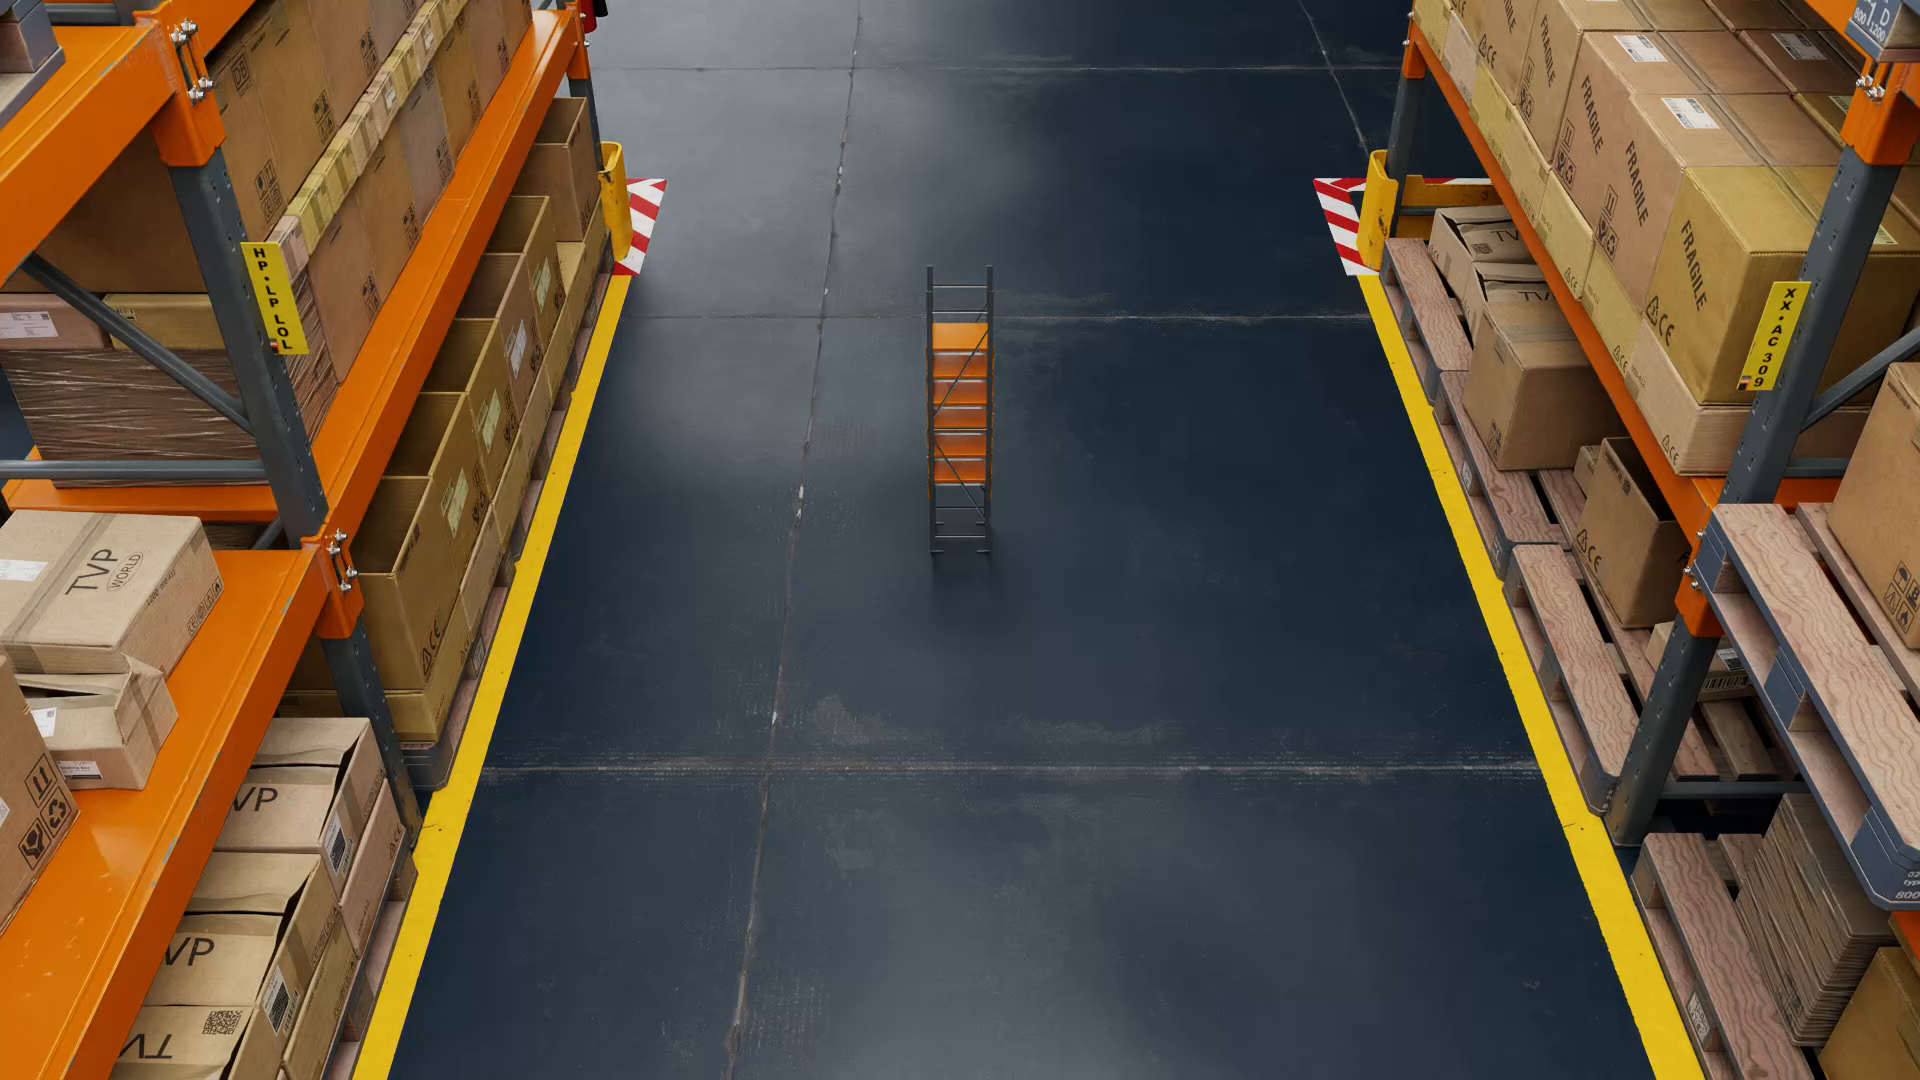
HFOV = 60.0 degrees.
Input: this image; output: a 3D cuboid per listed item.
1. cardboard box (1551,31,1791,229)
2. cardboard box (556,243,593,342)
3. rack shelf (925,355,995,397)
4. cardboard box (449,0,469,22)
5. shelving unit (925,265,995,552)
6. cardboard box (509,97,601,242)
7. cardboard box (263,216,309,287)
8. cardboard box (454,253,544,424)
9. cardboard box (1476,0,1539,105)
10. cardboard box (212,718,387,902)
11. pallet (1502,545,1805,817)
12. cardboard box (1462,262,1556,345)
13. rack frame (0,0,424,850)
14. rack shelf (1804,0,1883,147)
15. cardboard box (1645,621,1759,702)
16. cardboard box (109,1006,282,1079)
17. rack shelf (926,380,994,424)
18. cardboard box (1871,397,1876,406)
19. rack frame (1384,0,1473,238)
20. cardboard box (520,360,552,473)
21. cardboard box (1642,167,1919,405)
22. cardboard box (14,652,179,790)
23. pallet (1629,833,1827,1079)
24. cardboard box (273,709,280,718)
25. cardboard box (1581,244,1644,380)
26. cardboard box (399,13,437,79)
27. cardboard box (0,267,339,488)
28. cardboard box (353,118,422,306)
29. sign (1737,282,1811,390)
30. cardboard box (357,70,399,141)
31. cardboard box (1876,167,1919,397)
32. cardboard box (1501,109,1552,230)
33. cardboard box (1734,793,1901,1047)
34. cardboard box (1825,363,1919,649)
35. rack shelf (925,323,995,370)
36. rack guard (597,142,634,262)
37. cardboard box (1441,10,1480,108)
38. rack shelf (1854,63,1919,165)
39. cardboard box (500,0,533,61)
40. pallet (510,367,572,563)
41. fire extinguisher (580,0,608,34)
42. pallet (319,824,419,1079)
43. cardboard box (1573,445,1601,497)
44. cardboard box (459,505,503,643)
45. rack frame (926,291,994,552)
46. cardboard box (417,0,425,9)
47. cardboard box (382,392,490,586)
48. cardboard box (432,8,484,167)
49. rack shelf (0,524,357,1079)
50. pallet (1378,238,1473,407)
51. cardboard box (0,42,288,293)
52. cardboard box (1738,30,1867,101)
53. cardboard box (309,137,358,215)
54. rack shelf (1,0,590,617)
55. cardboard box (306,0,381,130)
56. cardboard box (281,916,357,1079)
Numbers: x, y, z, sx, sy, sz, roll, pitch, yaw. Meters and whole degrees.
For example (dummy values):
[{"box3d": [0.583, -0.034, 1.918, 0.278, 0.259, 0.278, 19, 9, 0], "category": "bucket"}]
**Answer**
[{"box3d": [2.350, -1.358, 5.550, 0.500, 0.500, 0.500, -1, 39, -1], "category": "cardboard box"}, {"box3d": [-1.993, -1.132, 7.627, 0.500, 0.250, 0.500, 0, 39, 0], "category": "cardboard box"}, {"box3d": [0.000, -0.630, 6.264, 0.258, 0.103, 0.180, 0, 39, 0], "category": "rack shelf"}, {"box3d": [-2.110, -2.097, 6.370, 0.380, 0.149, 0.250, 1, 39, 1], "category": "cardboard box"}, {"box3d": [0.000, -0.477, 6.386, 0.258, 1.200, 0.189, 0, 39, 0], "category": "shelving unit"}, {"box3d": [-2.004, -1.737, 7.783, 0.500, 0.500, 0.500, 0, 39, 0], "category": "cardboard box"}, {"box3d": [-2.105, -0.805, 4.757, 0.380, 0.149, 0.250, 0, 39, 1], "category": "cardboard box"}, {"box3d": [-1.989, -0.799, 6.612, 0.500, 0.500, 0.500, 0, 39, 0], "category": "cardboard box"}, {"box3d": [2.336, -2.006, 6.359, 0.500, 0.500, 0.500, -1, 39, -2], "category": "cardboard box"}, {"box3d": [-2.010, 0.756, 4.823, 0.500, 0.311, 0.500, 0, 39, 0], "category": "cardboard box"}, {"box3d": [2.620, 0.475, 5.989, 1.003, 0.211, 1.213, 0, 39, 0], "category": "pallet"}, {"box3d": [2.563, -1.028, 7.433, 0.500, 0.311, 0.500, 3, 39, 4], "category": "cardboard box"}, {"box3d": [-2.298, -0.188, 4.586, 1.000, 3.000, 0.127, 0, 39, 0], "category": "rack frame"}, {"box3d": [2.654, -2.334, 5.441, 1.077, 0.370, 4.000, 0, 39, 0], "category": "rack shelf"}, {"box3d": [2.626, 0.406, 5.759, 0.380, 0.166, 0.250, -5, 39, -6], "category": "cardboard box"}, {"box3d": [-2.005, 1.393, 4.028, 0.500, 0.311, 0.500, 0, 39, 0], "category": "cardboard box"}, {"box3d": [0.000, -0.536, 6.339, 0.258, 0.103, 0.180, 0, 39, 0], "category": "rack shelf"}, {"box3d": [2.870, -0.437, 5.001, 0.500, 0.250, 0.500, 0, 39, 0], "category": "cardboard box"}, {"box3d": [2.652, -2.695, 7.714, 1.000, 3.000, 0.127, 0, 39, 0], "category": "rack frame"}, {"box3d": [-1.992, -0.507, 6.847, 0.500, 0.250, 0.500, 0, 39, 0], "category": "cardboard box"}, {"box3d": [2.346, -0.731, 4.768, 0.500, 0.500, 0.500, 0, 39, 0], "category": "cardboard box"}, {"box3d": [-2.113, 0.414, 3.942, 0.396, 0.266, 0.258, -1, 39, -1], "category": "cardboard box"}, {"box3d": [2.659, 1.381, 4.857, 1.003, 0.211, 1.213, 0, 39, 0], "category": "pallet"}, {"box3d": [-2.517, 0.432, 5.676, 0.500, 0.250, 0.500, 0, 39, 0], "category": "cardboard box"}, {"box3d": [2.360, -0.750, 5.392, 0.500, 0.250, 0.500, 0, 39, 0], "category": "cardboard box"}, {"box3d": [-2.107, -1.772, 5.964, 0.380, 0.149, 0.250, -1, 39, -1], "category": "cardboard box"}, {"box3d": [-2.304, -0.504, 4.901, 0.700, 0.500, 0.500, -1, 39, -1], "category": "cardboard box"}, {"box3d": [-2.308, -1.148, 5.704, 0.700, 0.500, 0.500, 1, 39, 1], "category": "cardboard box"}, {"box3d": [2.114, -0.526, 4.316, 0.100, 0.325, 0.005, 0, 39, 0], "category": "sign"}, {"box3d": [-2.110, -1.454, 5.567, 0.380, 0.149, 0.250, -1, 39, -1], "category": "cardboard box"}, {"box3d": [2.864, -0.730, 4.766, 0.500, 0.500, 0.500, -1, 39, -1], "category": "cardboard box"}, {"box3d": [2.342, -1.379, 6.177, 0.500, 0.250, 0.500, 0, 39, 0], "category": "cardboard box"}, {"box3d": [2.674, 1.070, 4.663, 0.700, 0.500, 0.500, 1, 39, 1], "category": "cardboard box"}, {"box3d": [2.623, -0.086, 4.027, 0.700, 0.500, 0.500, 0, 39, 0], "category": "cardboard box"}, {"box3d": [0.000, -0.724, 6.189, 0.258, 0.103, 0.180, 0, 39, 0], "category": "rack shelf"}, {"box3d": [-2.302, -1.729, 8.507, 1.175, 0.500, 0.348, 0, 39, 0], "category": "rack guard"}, {"box3d": [2.349, -2.014, 6.969, 0.500, 0.250, 0.500, -1, 39, -1], "category": "cardboard box"}, {"box3d": [2.658, 0.167, 2.319, 1.077, 0.370, 4.000, 0, 39, 0], "category": "rack shelf"}, {"box3d": [-2.314, -2.436, 7.311, 0.700, 0.500, 0.500, 0, 39, 0], "category": "cardboard box"}, {"box3d": [-2.261, -0.362, 7.033, 1.003, 0.211, 1.213, 0, 39, 0], "category": "pallet"}, {"box3d": [-1.838, -2.733, 7.824, 0.296, 0.674, 0.183, 0, 39, 0], "category": "fire extinguisher"}, {"box3d": [-2.258, 1.361, 4.883, 1.003, 0.211, 1.213, 0, 39, 0], "category": "pallet"}, {"box3d": [2.674, -0.253, 6.595, 0.380, 0.149, 0.250, -3, 39, -4], "category": "cardboard box"}, {"box3d": [-1.990, 0.119, 6.066, 0.500, 0.250, 0.500, 0, 39, 0], "category": "cardboard box"}, {"box3d": [0.000, -0.420, 6.315, 0.240, 1.200, 0.006, 0, 39, 0], "category": "rack frame"}, {"box3d": [-2.307, -2.265, 6.061, 0.700, 0.500, 0.500, 0, 39, 0], "category": "cardboard box"}, {"box3d": [-1.993, -0.174, 5.832, 0.500, 0.500, 0.500, 0, 39, 0], "category": "cardboard box"}, {"box3d": [-2.314, -1.797, 6.514, 0.700, 0.500, 0.500, 0, 39, 0], "category": "cardboard box"}, {"box3d": [-2.295, 1.344, 3.250, 1.077, 0.370, 4.000, 0, 39, 0], "category": "rack shelf"}, {"box3d": [2.617, -1.051, 7.893, 1.003, 0.211, 1.213, 0, 39, 0], "category": "pallet"}, {"box3d": [-2.304, -1.010, 4.495, 0.700, 0.500, 0.500, 0, 39, 0], "category": "cardboard box"}, {"box3d": [2.873, -1.365, 5.559, 0.500, 0.500, 0.500, 1, 39, 1], "category": "cardboard box"}, {"box3d": [-2.108, -1.130, 5.163, 0.380, 0.149, 0.250, 0, 39, 0], "category": "cardboard box"}, {"box3d": [-2.300, -1.158, 6.371, 1.077, 0.370, 4.000, 0, 39, 0], "category": "rack shelf"}, {"box3d": [-2.306, -1.640, 5.280, 0.700, 0.500, 0.500, 0, 39, 0], "category": "cardboard box"}, {"box3d": [-2.008, 1.297, 4.596, 0.500, 0.250, 0.500, -1, 39, -1], "category": "cardboard box"}]
